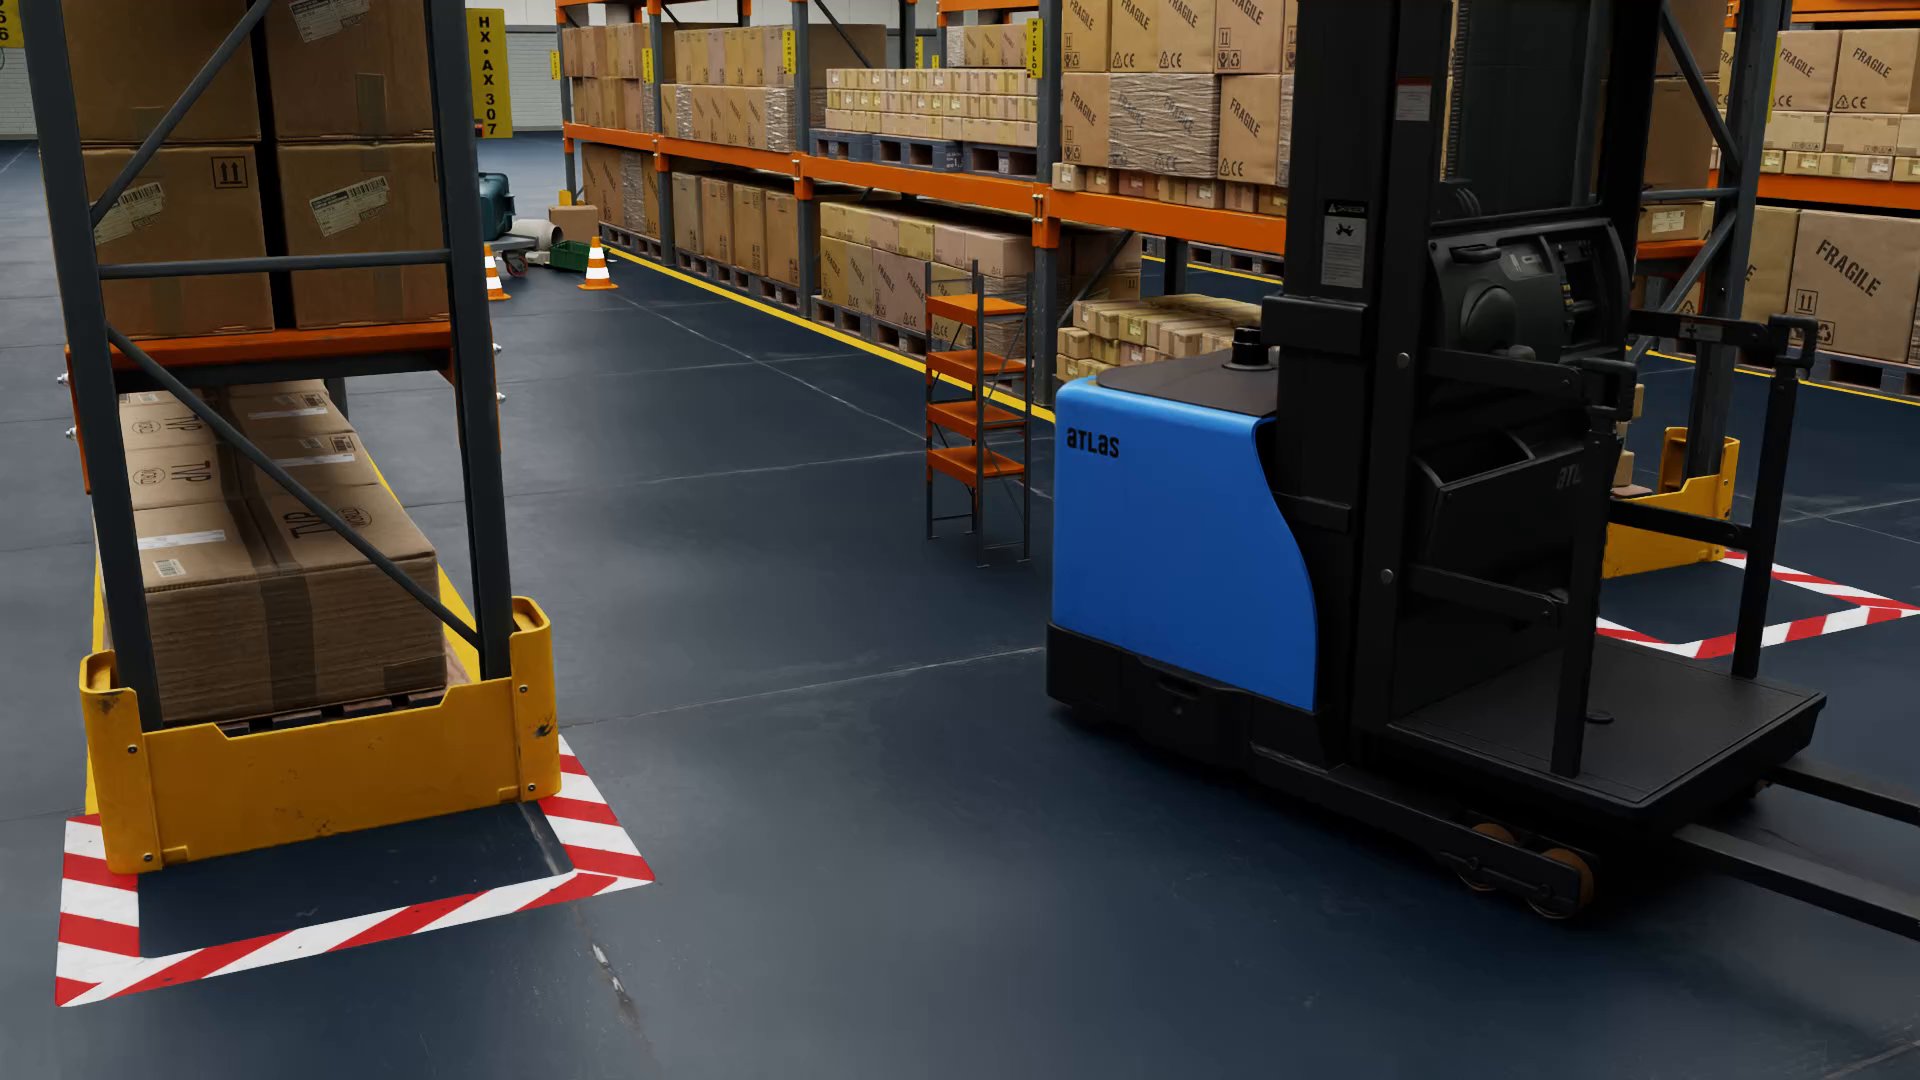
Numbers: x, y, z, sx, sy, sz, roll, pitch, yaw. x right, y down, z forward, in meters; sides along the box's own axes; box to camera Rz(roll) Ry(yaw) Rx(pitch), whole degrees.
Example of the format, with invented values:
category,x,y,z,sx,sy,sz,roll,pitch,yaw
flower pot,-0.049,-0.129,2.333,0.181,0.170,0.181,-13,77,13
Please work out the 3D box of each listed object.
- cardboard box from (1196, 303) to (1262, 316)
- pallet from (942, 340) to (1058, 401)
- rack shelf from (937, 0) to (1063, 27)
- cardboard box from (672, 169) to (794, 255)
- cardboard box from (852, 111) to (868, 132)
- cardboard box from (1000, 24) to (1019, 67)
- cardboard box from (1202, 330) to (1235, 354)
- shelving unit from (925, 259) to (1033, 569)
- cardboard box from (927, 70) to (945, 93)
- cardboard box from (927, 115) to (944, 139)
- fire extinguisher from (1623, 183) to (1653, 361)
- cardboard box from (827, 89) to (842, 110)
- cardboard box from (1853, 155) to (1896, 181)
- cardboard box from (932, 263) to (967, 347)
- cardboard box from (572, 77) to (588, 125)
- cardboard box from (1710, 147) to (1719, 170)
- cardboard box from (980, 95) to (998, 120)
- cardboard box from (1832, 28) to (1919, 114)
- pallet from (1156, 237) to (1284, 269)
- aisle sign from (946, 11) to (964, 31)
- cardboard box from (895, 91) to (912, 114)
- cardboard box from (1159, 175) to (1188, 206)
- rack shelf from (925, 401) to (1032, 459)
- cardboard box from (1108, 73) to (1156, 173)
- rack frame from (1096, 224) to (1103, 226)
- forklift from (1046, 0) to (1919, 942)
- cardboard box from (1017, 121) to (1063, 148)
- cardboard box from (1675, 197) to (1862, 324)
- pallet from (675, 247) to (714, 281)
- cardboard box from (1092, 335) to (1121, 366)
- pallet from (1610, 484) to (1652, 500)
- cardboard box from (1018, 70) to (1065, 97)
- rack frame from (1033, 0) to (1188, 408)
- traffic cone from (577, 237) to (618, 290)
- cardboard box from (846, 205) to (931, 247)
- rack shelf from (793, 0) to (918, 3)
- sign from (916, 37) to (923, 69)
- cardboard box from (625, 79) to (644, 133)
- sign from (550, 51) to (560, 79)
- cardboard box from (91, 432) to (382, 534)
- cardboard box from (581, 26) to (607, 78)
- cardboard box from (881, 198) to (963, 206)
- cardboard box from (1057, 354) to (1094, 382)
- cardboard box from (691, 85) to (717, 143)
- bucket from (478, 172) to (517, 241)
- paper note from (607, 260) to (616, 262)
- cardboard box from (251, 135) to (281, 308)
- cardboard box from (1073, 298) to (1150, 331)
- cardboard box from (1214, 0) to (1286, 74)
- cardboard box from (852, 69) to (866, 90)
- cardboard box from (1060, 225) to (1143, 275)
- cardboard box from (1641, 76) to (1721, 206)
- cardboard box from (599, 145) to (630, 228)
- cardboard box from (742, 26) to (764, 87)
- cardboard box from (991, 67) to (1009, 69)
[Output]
category,x,y,z,sx,sy,sz,roll,pitch,yaw
cardboard box,1.575,-1.253,9.506,0.380,0.149,0.250,-8,18,-25
pallet,0.580,-1.164,10.923,1.003,0.211,1.213,-8,18,-25
rack shelf,1.044,-6.461,20.194,1.077,0.370,4.000,-8,18,-25
cardboard box,-2.229,-3.272,16.533,1.050,0.750,0.750,-8,18,-25
cardboard box,-0.579,-3.115,12.363,0.380,0.149,0.250,-7,17,-22
cardboard box,0.822,-5.991,20.158,0.500,0.500,0.500,-8,18,-25
cardboard box,1.476,-0.994,8.603,0.380,0.149,0.250,-8,18,-27
shelving unit,0.073,-0.536,6.942,0.258,1.200,0.503,-8,18,-25
cardboard box,0.001,-3.077,11.152,0.380,0.149,0.250,-9,18,-27
cardboard box,-0.003,-2.789,11.227,0.380,0.149,0.250,-7,17,-22
fire extinguisher,2.370,-0.985,6.060,0.296,0.674,0.183,-8,18,-25
cardboard box,-0.799,-3.383,12.756,0.380,0.149,0.250,-7,17,-22
cardboard box,5.824,-2.330,10.387,0.380,0.149,0.250,-7,18,-24
cardboard box,0.147,-1.592,11.130,0.500,0.500,0.500,-8,18,-26
cardboard box,-4.131,-5.272,19.913,0.875,0.550,0.550,-8,18,-25
cardboard box,5.256,-2.651,11.507,0.380,0.149,0.250,-8,18,-25
cardboard box,0.348,-2.737,10.506,0.380,0.149,0.250,-7,17,-22
cardboard box,5.846,-2.916,10.346,0.500,0.500,0.500,-8,18,-27
pallet,2.801,-3.033,17.437,1.003,0.211,1.213,-8,18,-25
aisle sign,-0.129,-7.090,21.805,0.394,0.787,0.004,-8,18,-25
cardboard box,-0.233,-3.064,11.644,0.380,0.149,0.250,-8,18,-25
cardboard box,1.262,-1.827,8.636,0.380,0.149,0.250,-7,18,-24
rack shelf,0.073,-0.471,6.961,0.258,0.148,0.480,-8,18,-25
cardboard box,1.136,-2.227,8.853,0.500,0.500,0.500,-8,18,-25
rack frame,1.921,-4.869,18.780,1.000,3.000,0.127,-8,18,-25
forklift,1.636,-0.646,4.189,1.130,2.935,3.031,-14,21,-40
cardboard box,0.571,-2.467,10.103,0.380,0.149,0.250,-8,18,-26
cardboard box,5.643,-1.893,11.499,0.875,0.875,0.875,-8,18,-25
pallet,-2.177,-2.772,16.529,1.003,0.211,1.213,-8,18,-25
cardboard box,0.985,-1.105,9.532,0.380,0.149,0.250,-8,18,-25
pallet,2.317,-0.204,7.577,1.003,0.211,1.213,-8,18,-25
cardboard box,0.571,-2.754,10.026,0.380,0.149,0.250,-7,17,-22
rack frame,0.922,-2.311,9.867,1.000,3.000,0.127,-8,18,-25
traffic cone,-3.352,-2.560,15.334,0.336,0.463,0.334,-8,18,-25
cardboard box,-0.523,-2.338,12.370,0.500,0.250,0.500,-8,18,-26
rack shelf,0.046,-3.903,11.280,1.077,0.370,4.000,-8,18,-25
sign,-0.346,-3.889,13.411,0.100,0.325,0.005,-8,18,-25
cardboard box,-3.016,-4.591,17.538,0.875,0.550,0.550,-8,18,-25
sign,-4.836,-5.675,19.876,0.100,0.325,0.005,-8,18,-25
cardboard box,-2.518,-0.044,5.849,0.875,0.438,0.875,-7,17,-23
cardboard box,-3.760,-5.501,18.751,0.875,0.550,0.550,-8,18,-25
cardboard box,-0.295,-2.526,13.026,0.500,0.250,0.500,-8,18,-26
cardboard box,0.793,-1.014,9.752,0.380,0.149,0.250,-9,18,-27
cardboard box,-2.155,-3.931,15.328,0.500,0.500,0.500,-8,18,-25
bucket,-4.714,-3.207,16.168,0.726,0.611,0.620,-2,26,-6
paper note,-3.691,-2.925,17.388,0.142,0.020,0.147,7,17,23
cardboard box,-1.930,-1.020,5.186,0.500,0.500,0.500,-8,18,-26
cardboard box,0.887,-1.318,9.735,0.380,0.149,0.250,-7,17,-23
cardboard box,1.558,-2.459,7.847,0.500,0.500,0.500,-8,18,-27
cardboard box,-0.578,-3.404,12.292,0.380,0.149,0.250,-8,18,-25
cardboard box,0.836,-1.887,10.800,0.500,0.250,0.500,-9,18,-27
cardboard box,2.726,-1.655,6.860,0.500,0.500,0.500,-7,17,-22
cardboard box,-3.591,-4.089,19.153,0.875,0.875,0.875,-8,18,-26
cardboard box,-1.467,-4.196,14.442,0.700,0.500,0.500,-8,18,-26
cardboard box,0.892,-5.674,20.863,0.875,0.500,0.500,-8,18,-25
